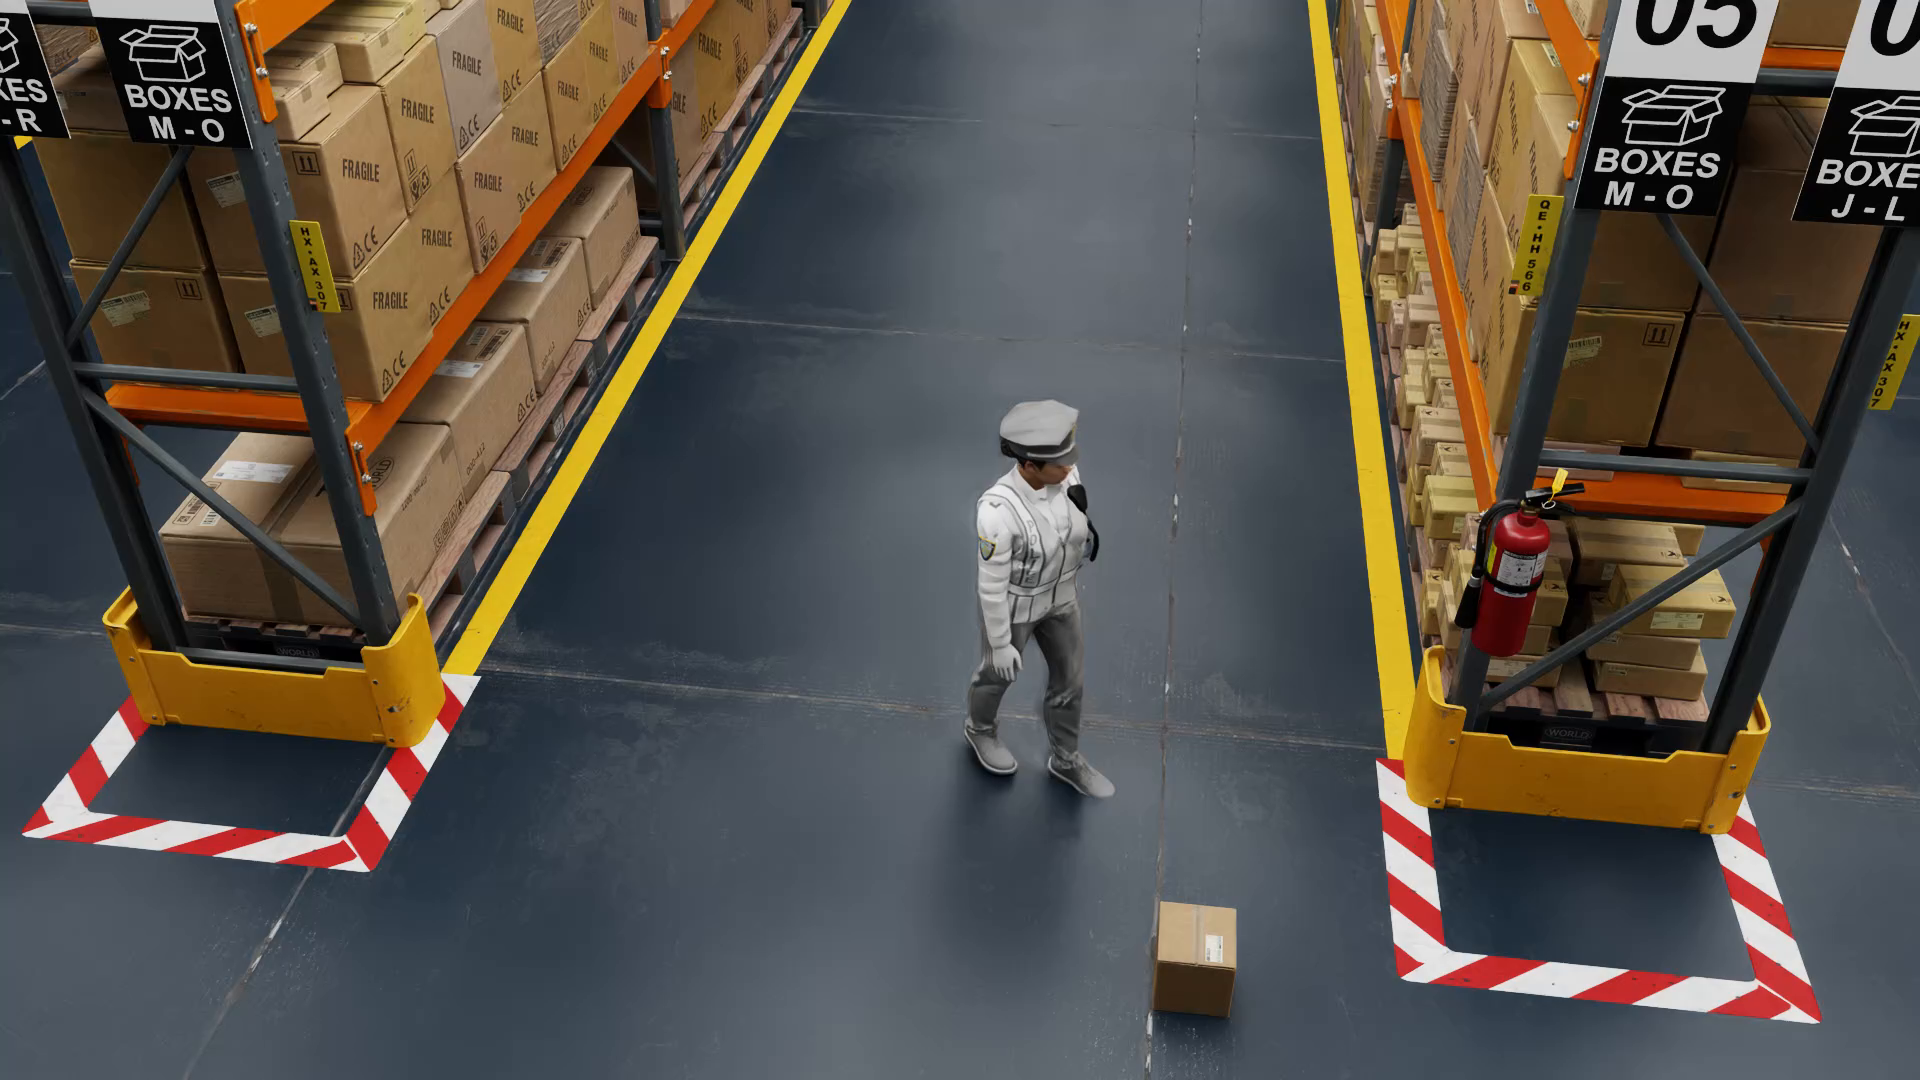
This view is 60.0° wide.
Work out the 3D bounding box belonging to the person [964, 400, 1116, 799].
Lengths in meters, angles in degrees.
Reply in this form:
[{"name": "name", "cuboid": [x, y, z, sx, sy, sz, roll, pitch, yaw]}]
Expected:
[{"name": "person", "cuboid": [0.238, 0.241, 5.832, 0.509, 1.701, 0.595, -26, 44, -31]}]
